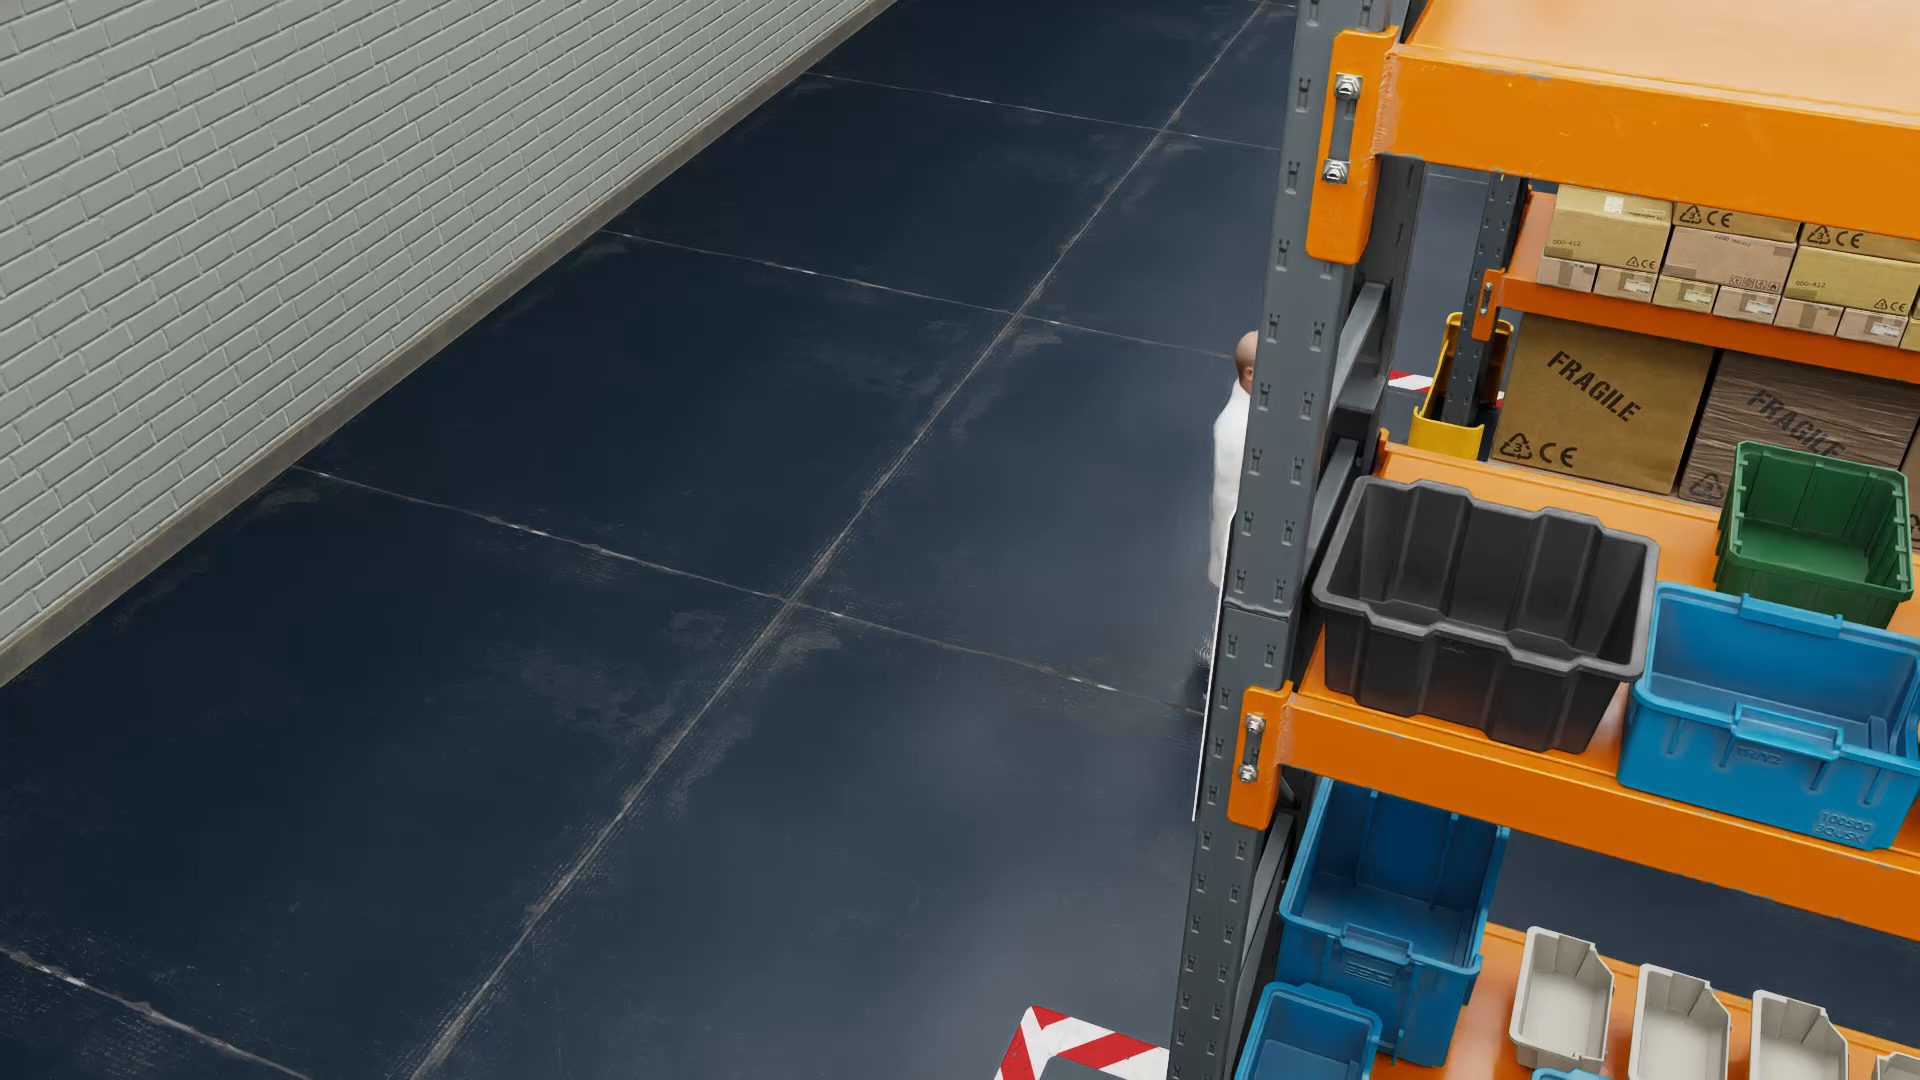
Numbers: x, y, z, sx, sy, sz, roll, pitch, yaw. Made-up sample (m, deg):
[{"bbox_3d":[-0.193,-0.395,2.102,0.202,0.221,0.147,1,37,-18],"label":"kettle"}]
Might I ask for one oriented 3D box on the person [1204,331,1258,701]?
[{"bbox_3d":[1.260,-0.044,6.869,0.463,1.791,0.619,14,39,18],"label":"person"}]
